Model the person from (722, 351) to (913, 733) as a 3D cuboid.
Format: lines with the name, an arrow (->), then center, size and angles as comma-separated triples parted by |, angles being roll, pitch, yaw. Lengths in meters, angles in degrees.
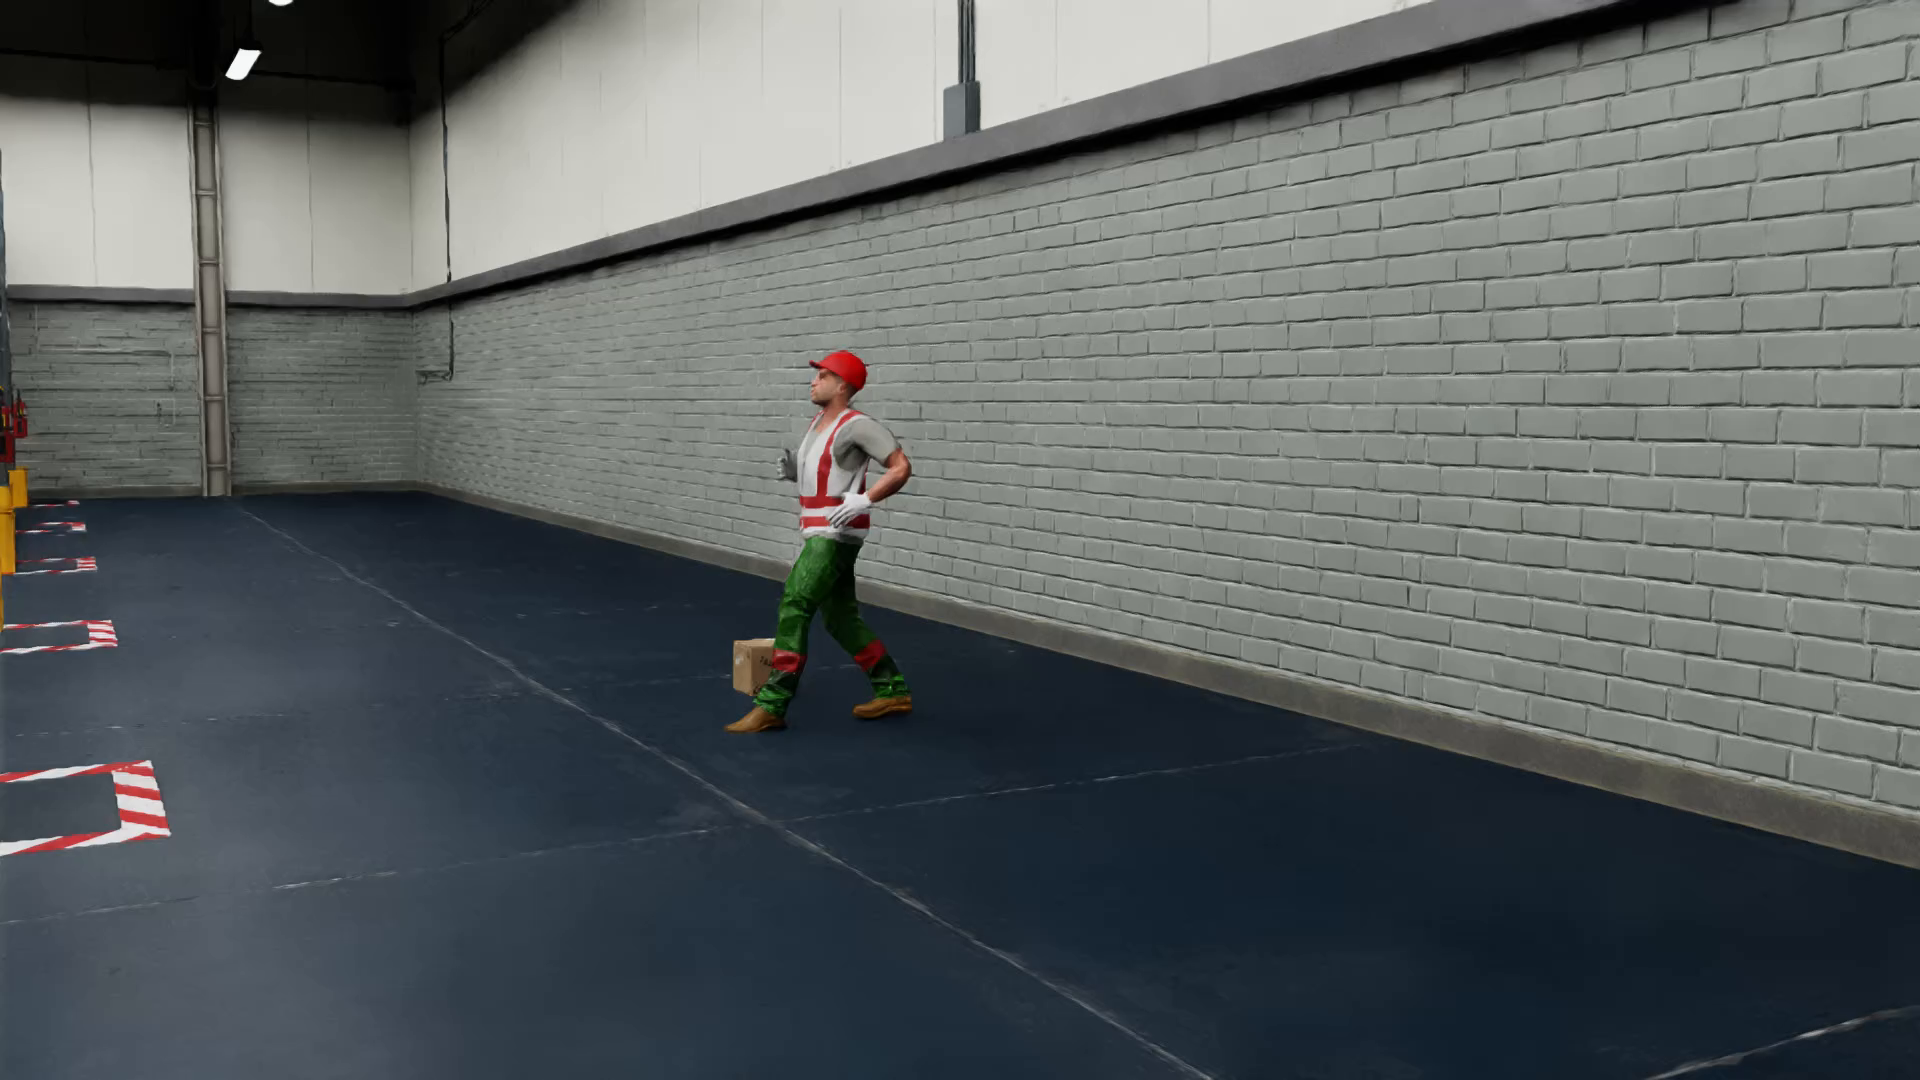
person -> -0.698, -0.014, 7.755 | 0.924, 1.729, 0.667 | -1, 5, -17
